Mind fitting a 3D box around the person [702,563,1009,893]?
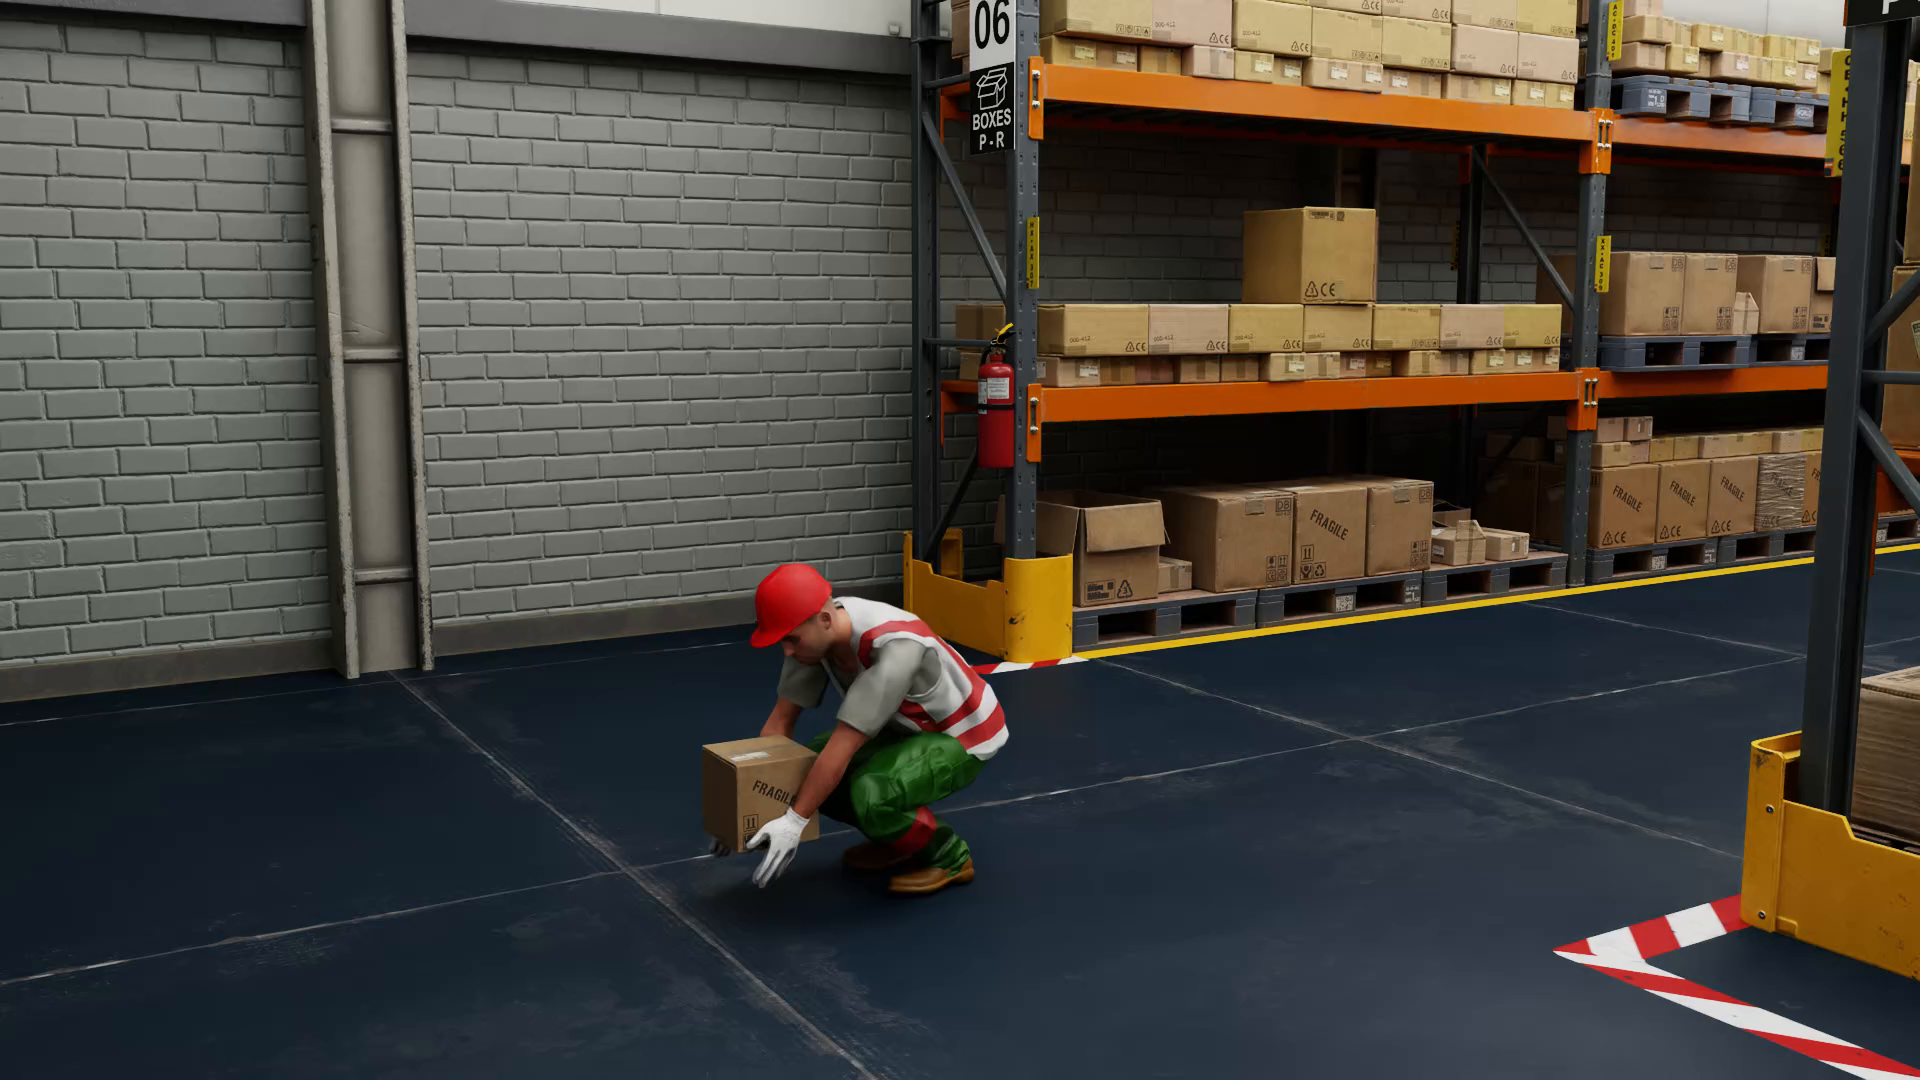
[{"bbox_3d":[-0.275,0.532,4.849,0.885,0.992,0.551,-5,9,-31],"label":"person"}]
